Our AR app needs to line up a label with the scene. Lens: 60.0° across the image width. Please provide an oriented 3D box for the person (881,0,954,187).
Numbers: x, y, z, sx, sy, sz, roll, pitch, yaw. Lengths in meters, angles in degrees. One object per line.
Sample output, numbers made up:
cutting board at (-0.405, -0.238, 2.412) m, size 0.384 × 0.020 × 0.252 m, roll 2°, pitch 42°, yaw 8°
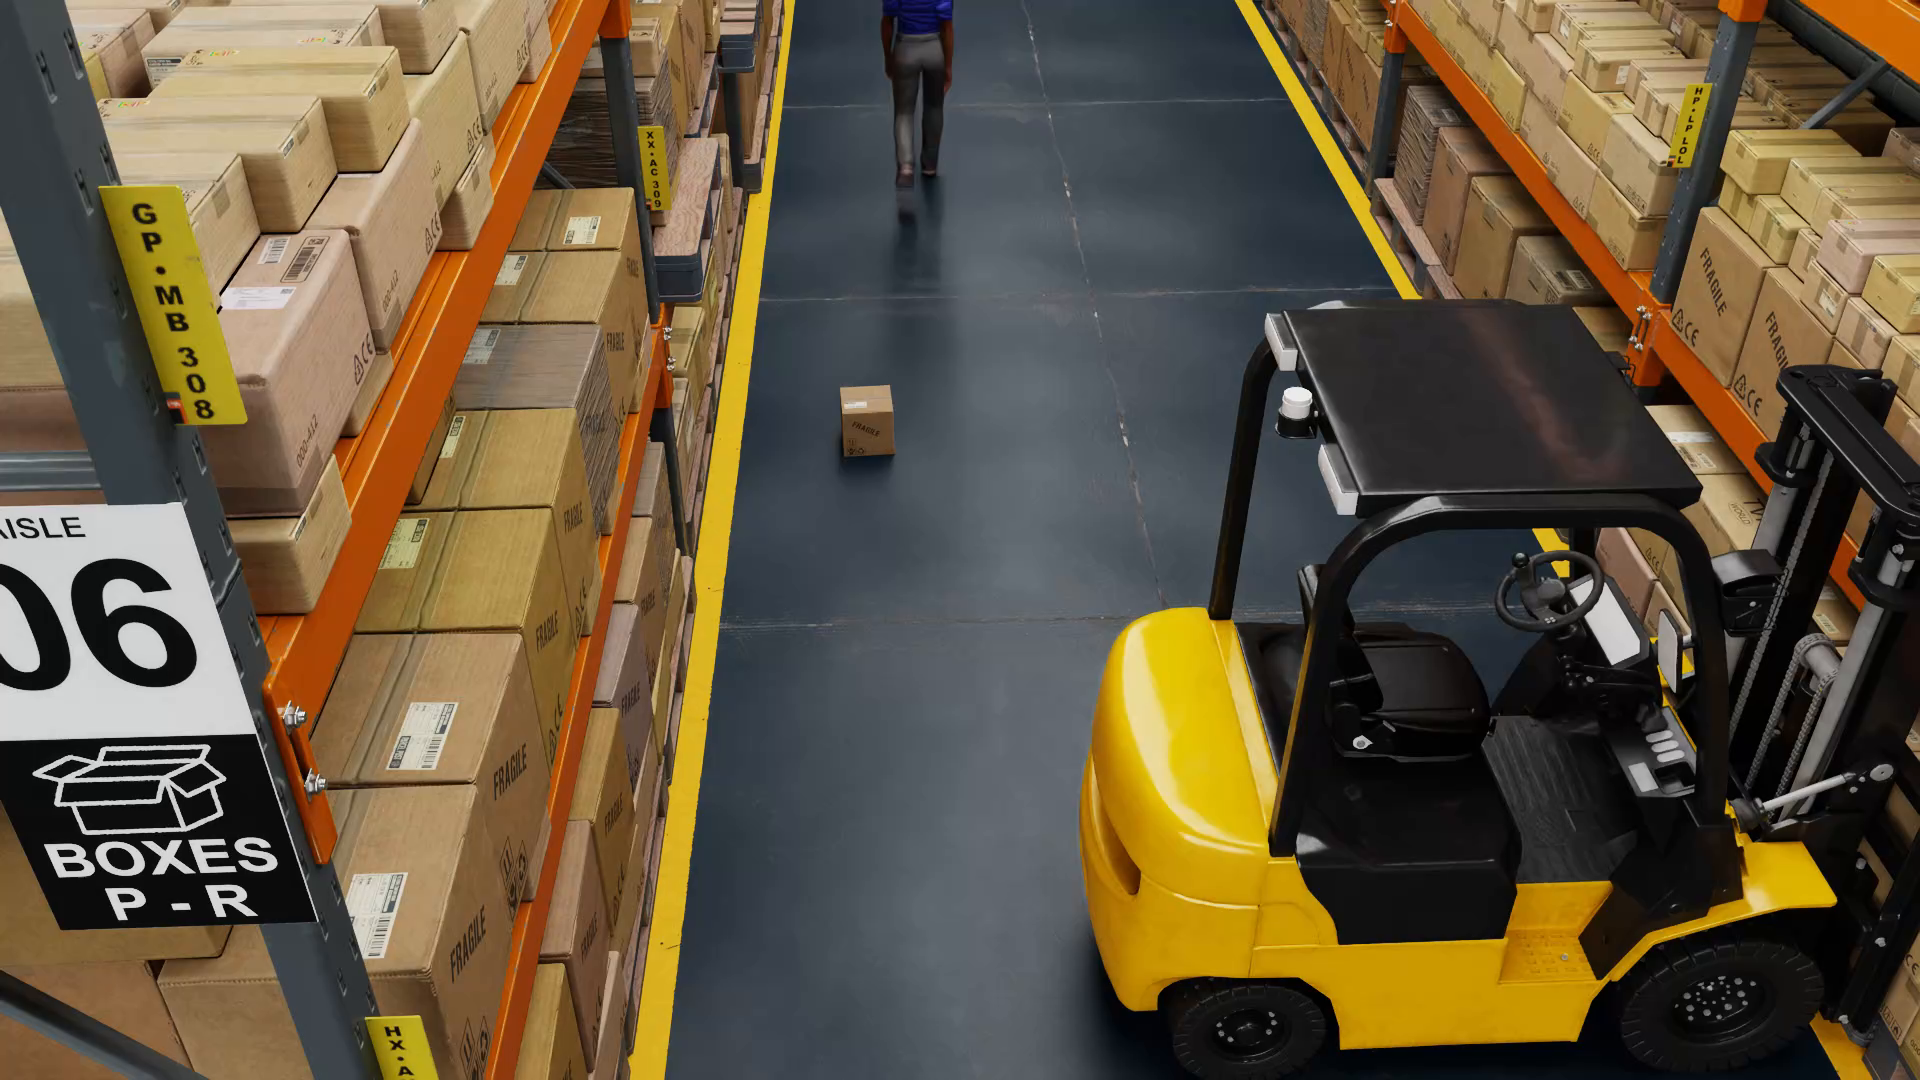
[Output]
person at (-0.262, -2.972, 10.314) m, size 0.449 × 1.617 × 0.835 m, roll -1°, pitch 35°, yaw -1°
